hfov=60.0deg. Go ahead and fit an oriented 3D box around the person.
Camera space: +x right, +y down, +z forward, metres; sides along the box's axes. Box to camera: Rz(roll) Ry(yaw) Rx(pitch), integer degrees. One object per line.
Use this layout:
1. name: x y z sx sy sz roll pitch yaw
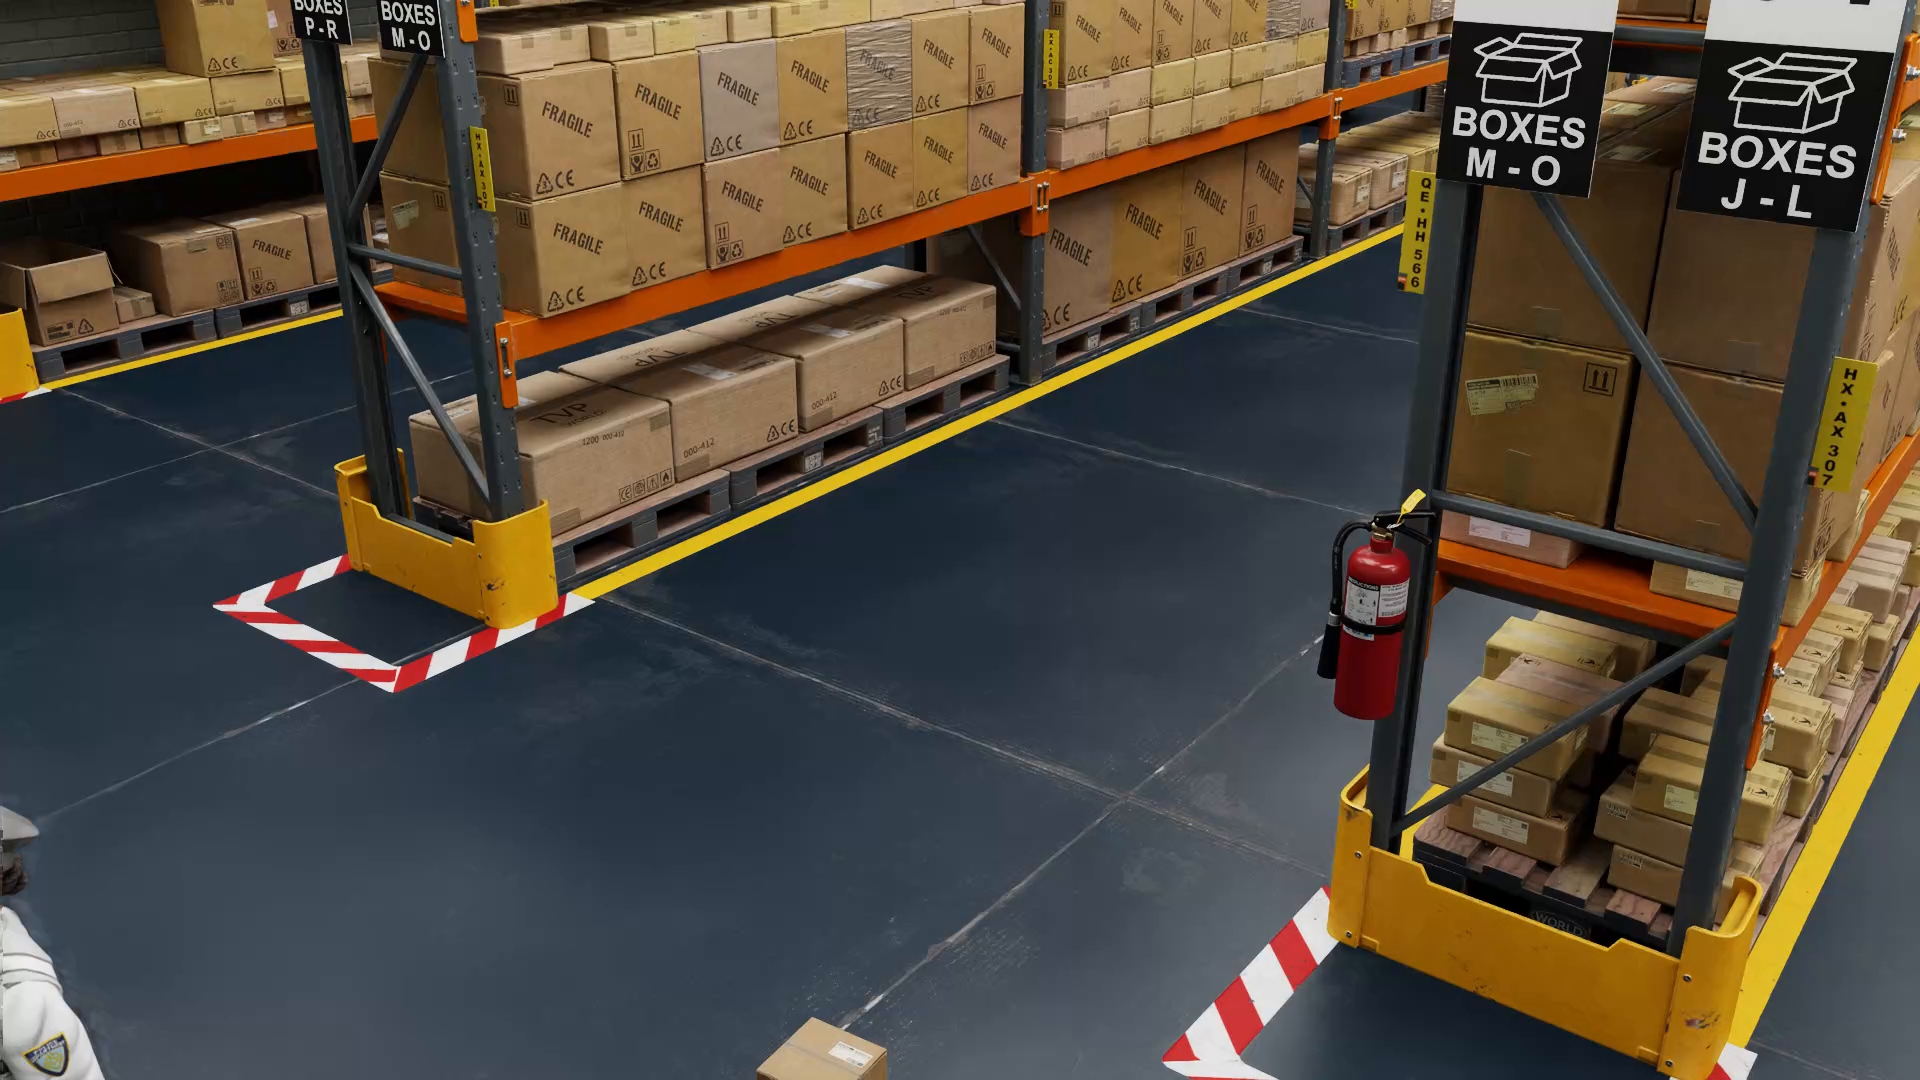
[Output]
1. person: -1.899 1.235 3.221 0.929 1.654 0.480 -20 31 -38
